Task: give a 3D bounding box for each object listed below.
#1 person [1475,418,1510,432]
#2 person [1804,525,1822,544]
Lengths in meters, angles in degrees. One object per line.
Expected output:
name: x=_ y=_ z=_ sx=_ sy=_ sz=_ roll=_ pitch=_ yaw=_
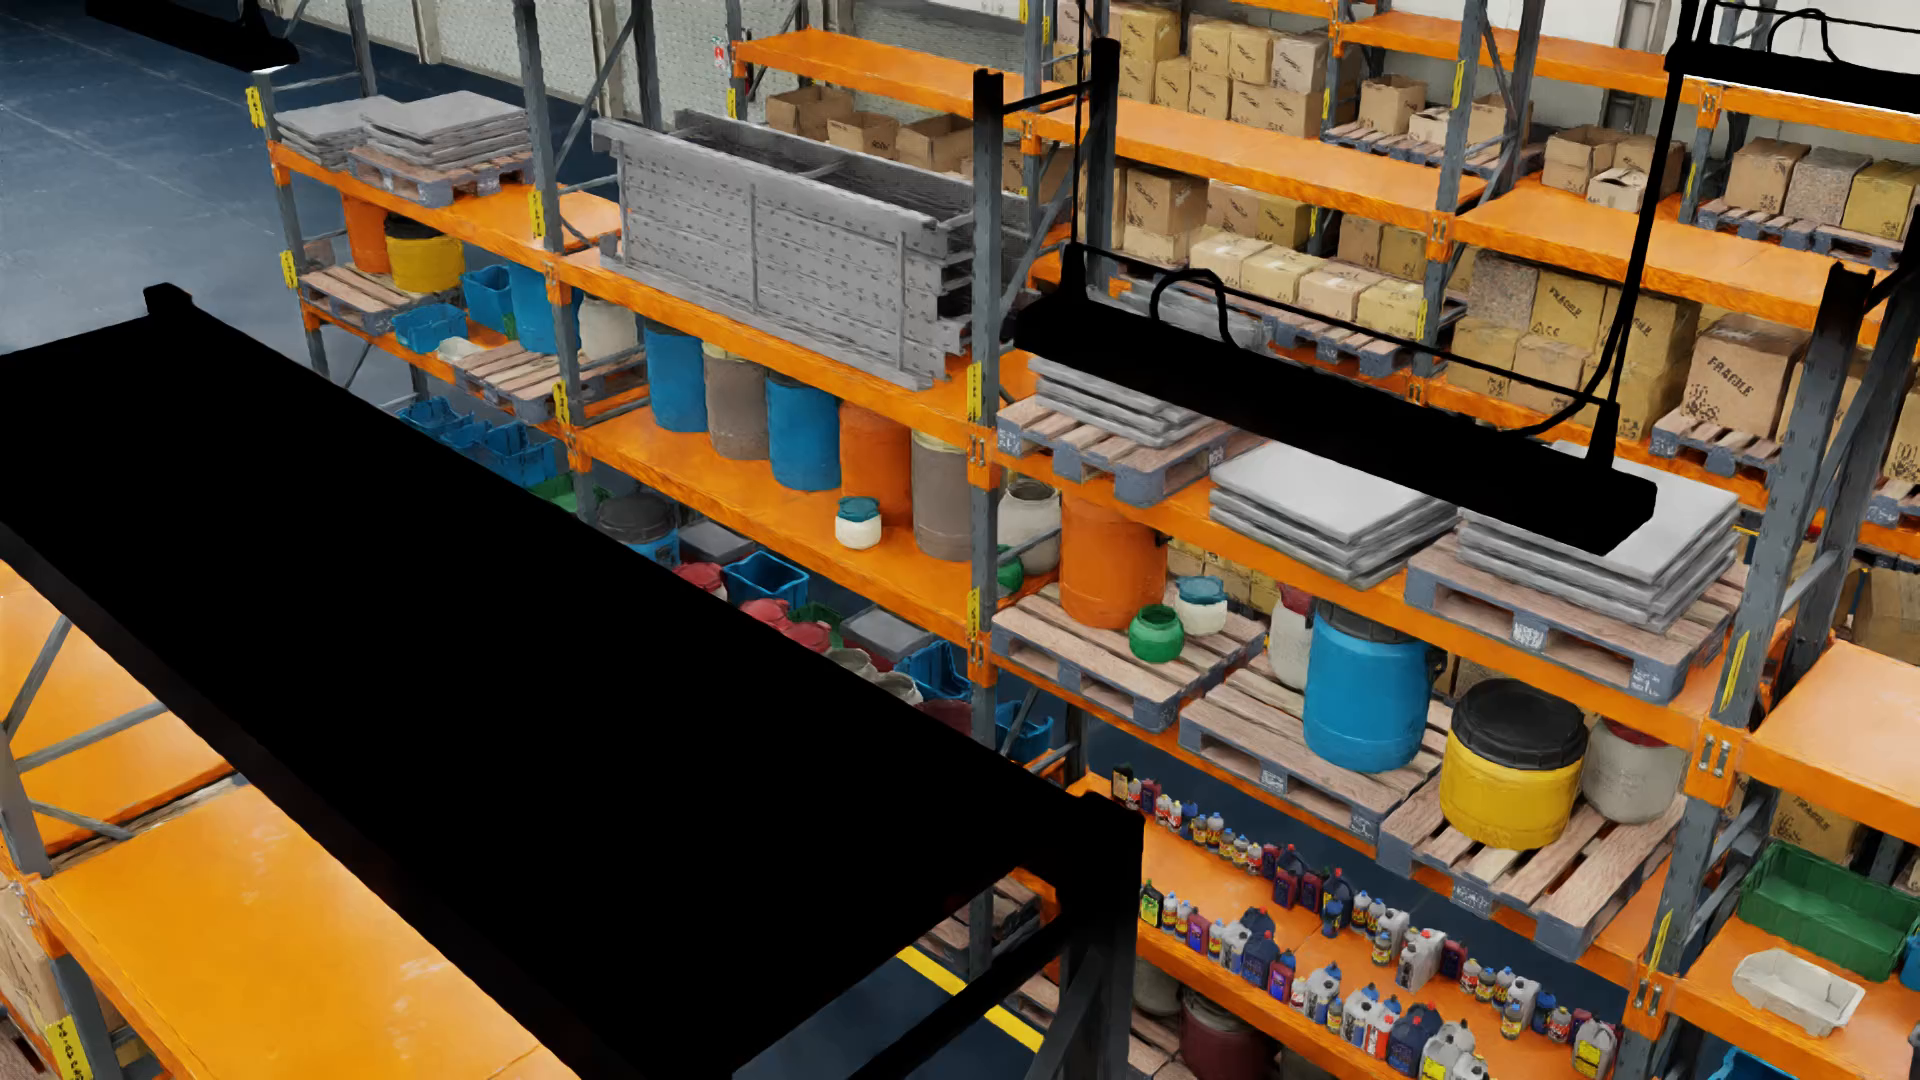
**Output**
person: x=5.368 y=-1.305 z=16.901 sx=1.081 sy=1.588 sz=0.466 roll=18 pitch=34 yaw=29
person: x=6.841 y=0.558 z=13.491 sx=0.552 sy=1.742 sz=0.677 roll=24 pitch=37 yaw=36
